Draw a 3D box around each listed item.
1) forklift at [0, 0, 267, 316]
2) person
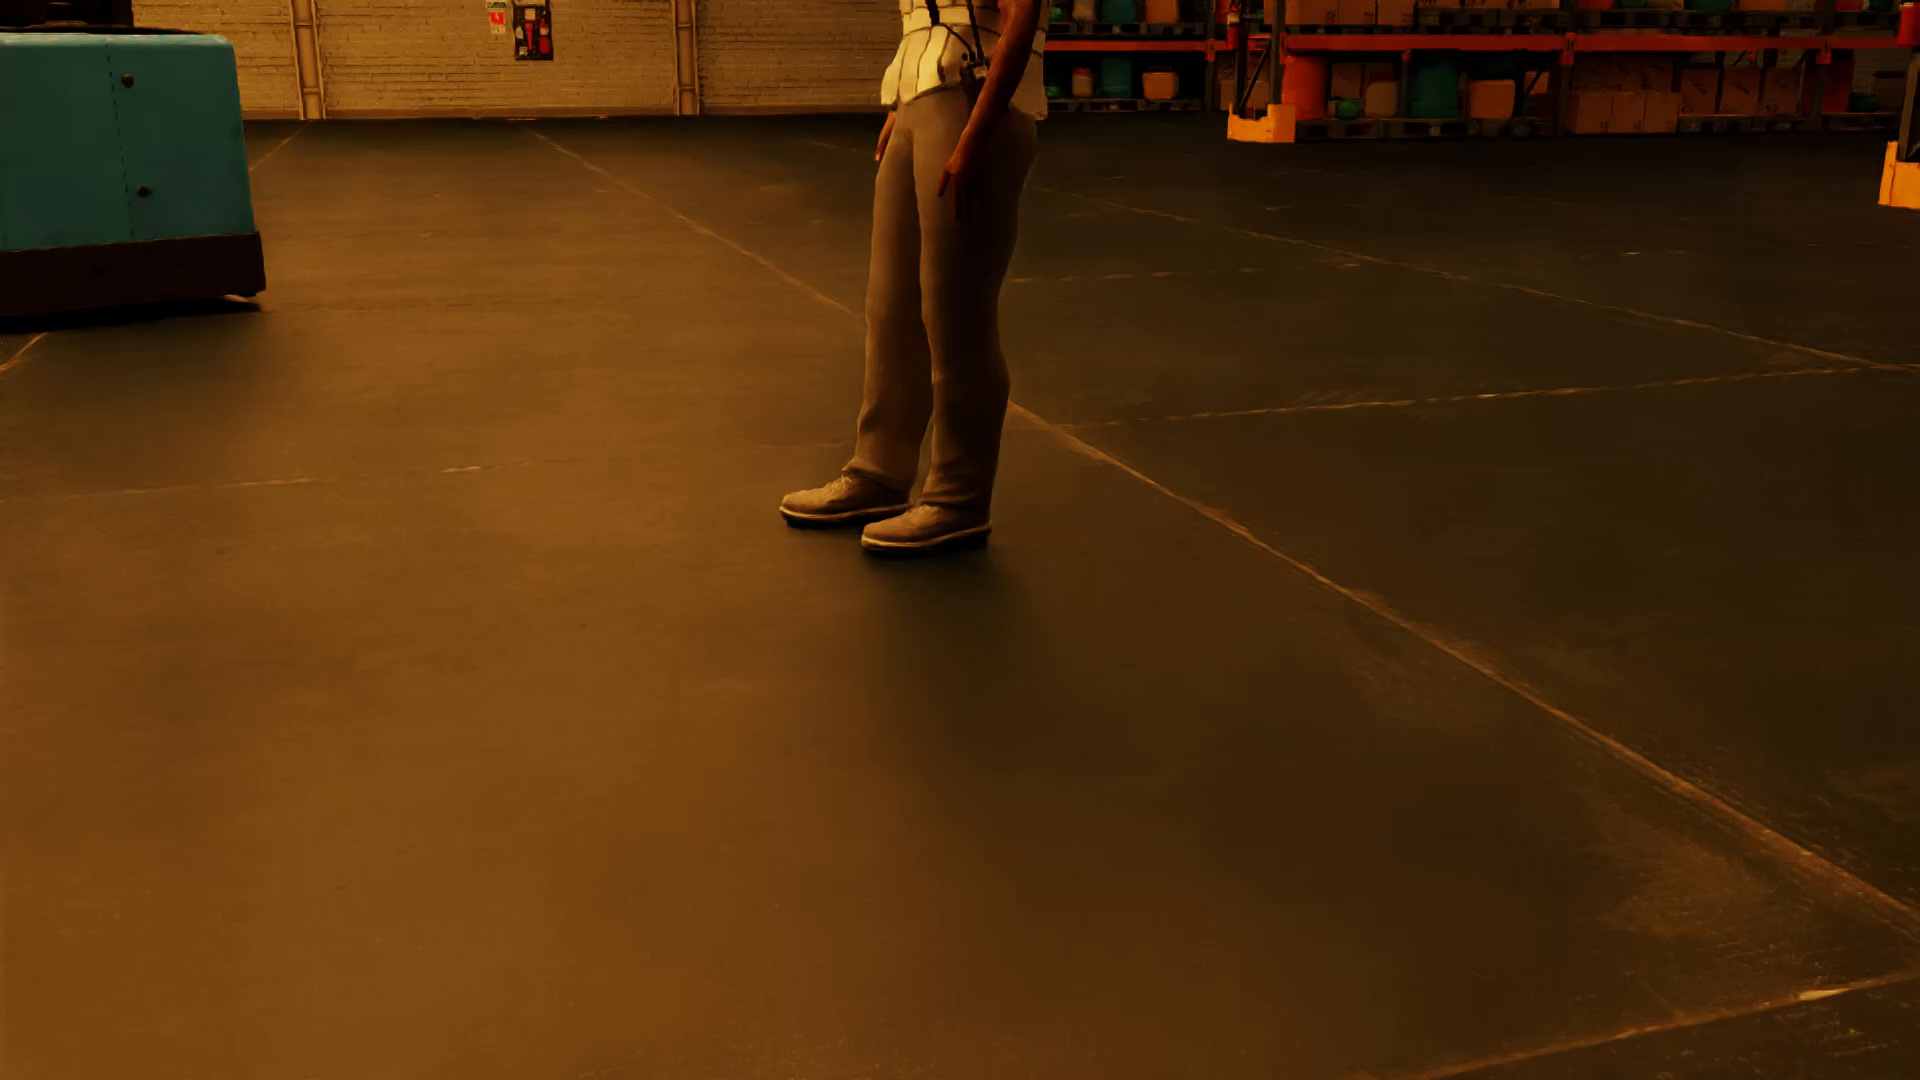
[{"bbox_3d":[-4.262,-2.548,7.063,3.031,2.935,1.130,15,22,42],"label":"forklift"},{"bbox_3d":[-0.081,-0.822,3.331,0.529,1.695,0.550,-5,17,-17],"label":"person"}]
